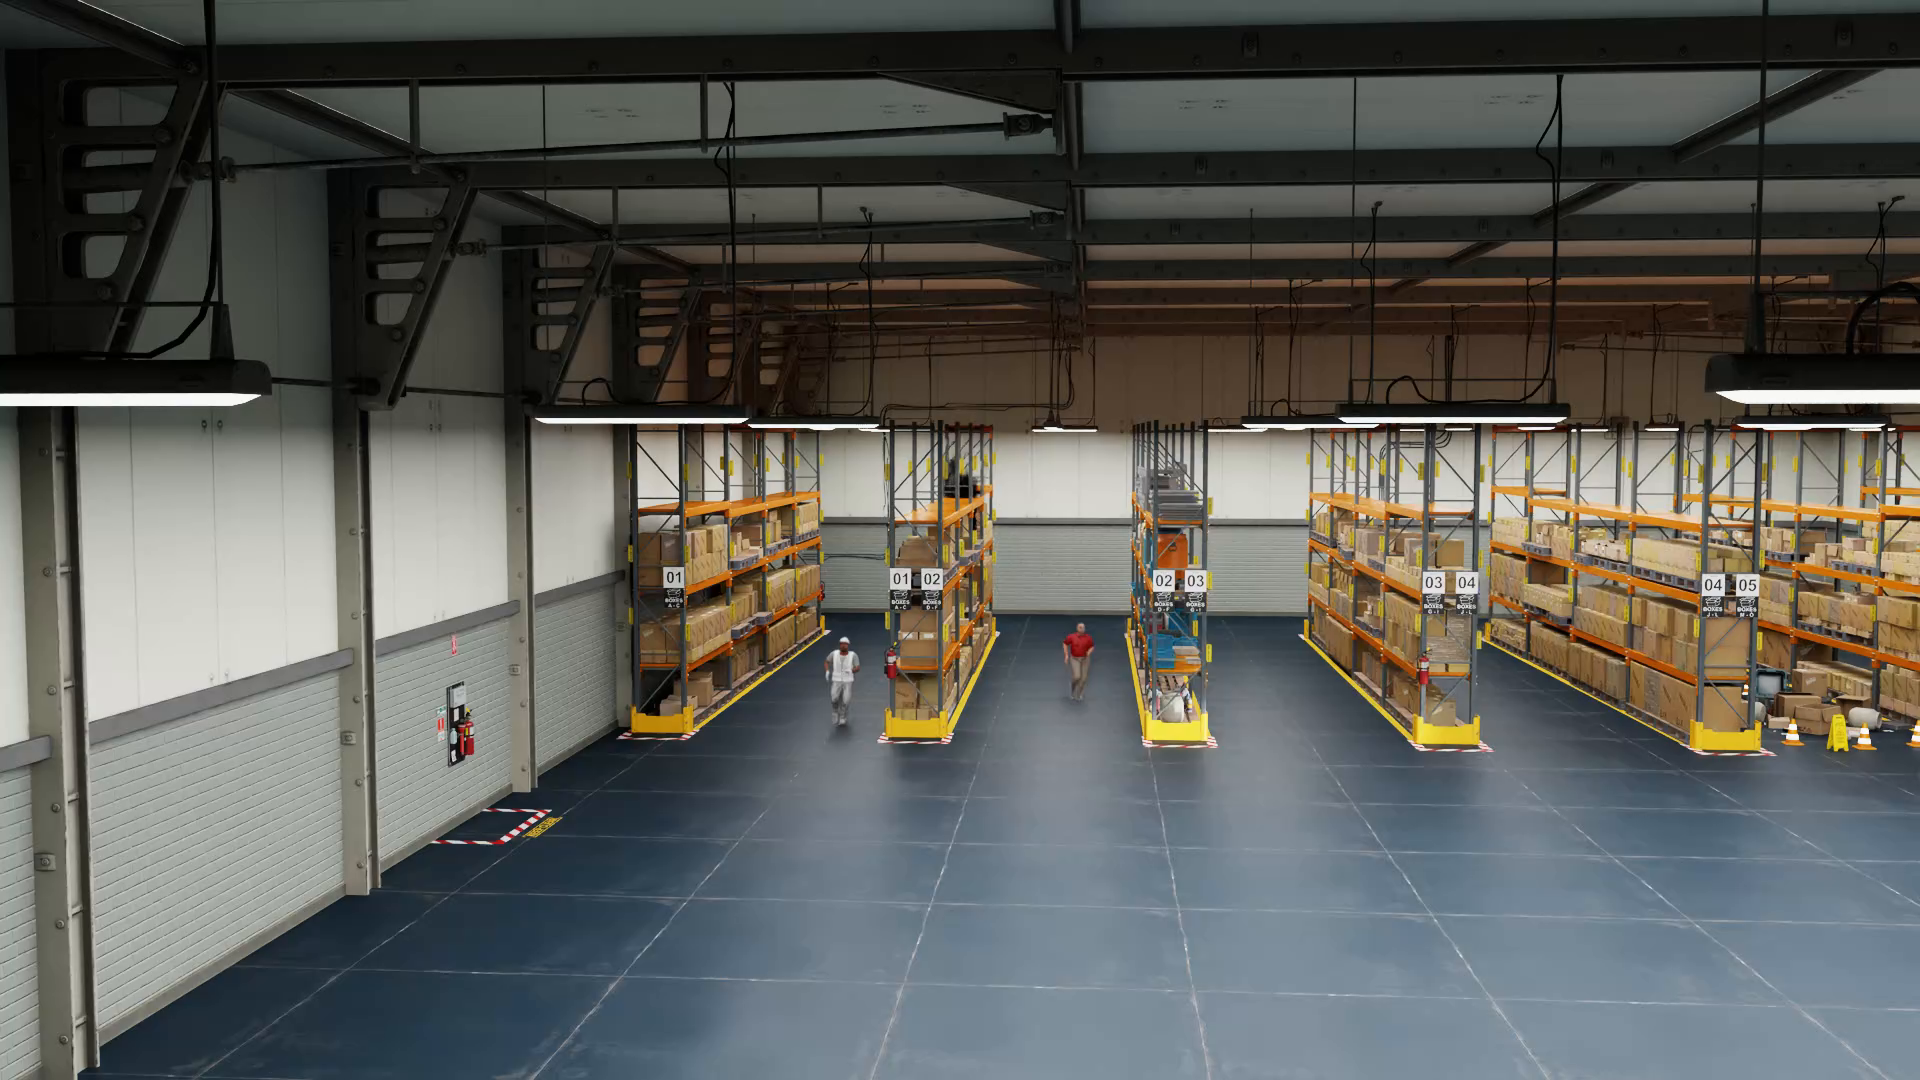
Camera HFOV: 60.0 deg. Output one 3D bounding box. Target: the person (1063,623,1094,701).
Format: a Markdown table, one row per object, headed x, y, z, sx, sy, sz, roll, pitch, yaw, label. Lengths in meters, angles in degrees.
| x | y | z | sx | sy | sz | roll | pitch | yaw | label |
| --- | --- | --- | --- | --- | --- | --- | --- | --- | --- |
| 2.572 | 2.612 | 35.649 | 0.638 | 1.688 | 0.733 | -1 | 4 | -11 | person |

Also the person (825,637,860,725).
| x | y | z | sx | sy | sz | roll | pitch | yaw | label |
| --- | --- | --- | --- | --- | --- | --- | --- | --- | --- |
| -2.308 | 2.775 | 32.645 | 0.693 | 1.723 | 0.627 | 0 | 4 | -4 | person |
